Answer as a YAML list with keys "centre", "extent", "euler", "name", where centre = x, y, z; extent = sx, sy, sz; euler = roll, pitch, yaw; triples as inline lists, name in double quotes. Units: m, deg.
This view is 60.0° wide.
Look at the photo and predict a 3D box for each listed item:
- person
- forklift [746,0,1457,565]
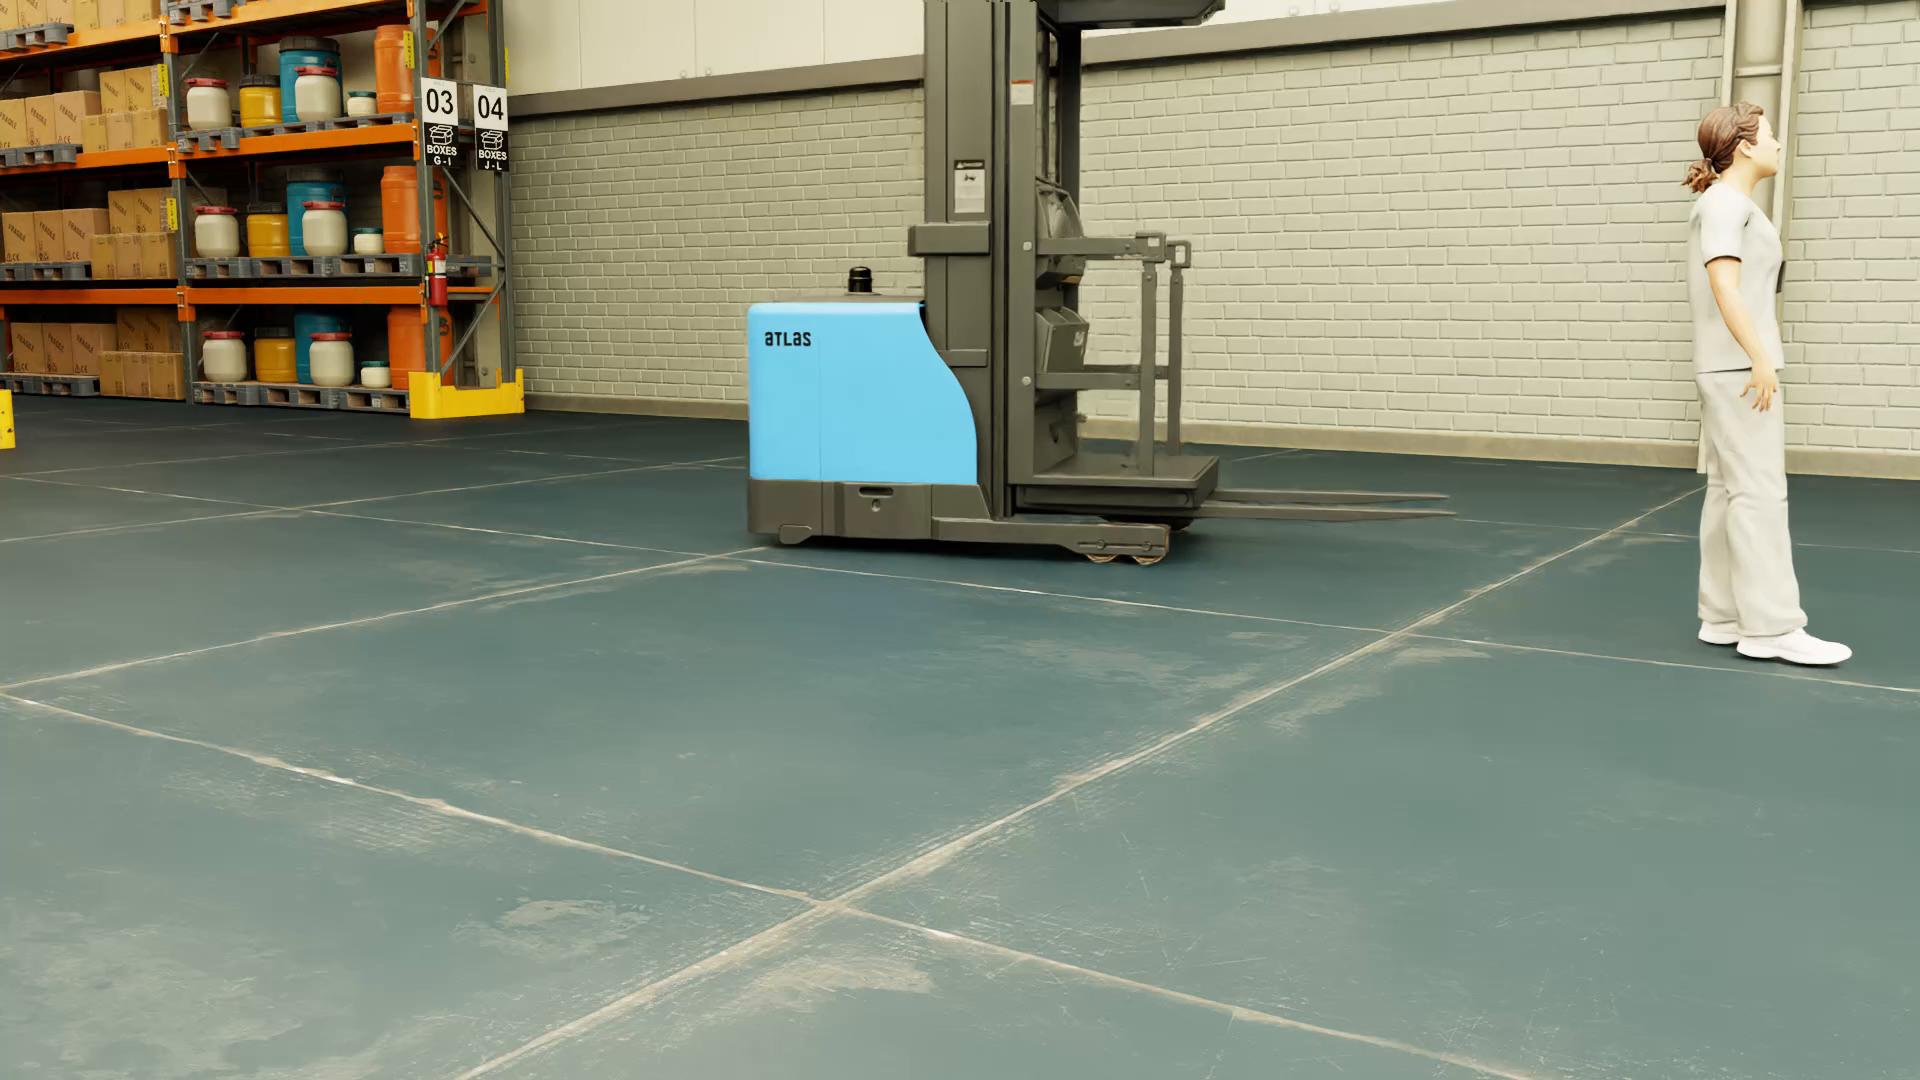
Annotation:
- centre: [2.472, -0.498, 5.115]
  extent: [0.546, 1.676, 0.545]
  euler: [3, 9, 23]
  name: "person"
- centre: [0.629, -1.432, 7.260]
  extent: [3.031, 2.935, 1.130]
  euler: [2, 8, 14]
  name: "forklift"
